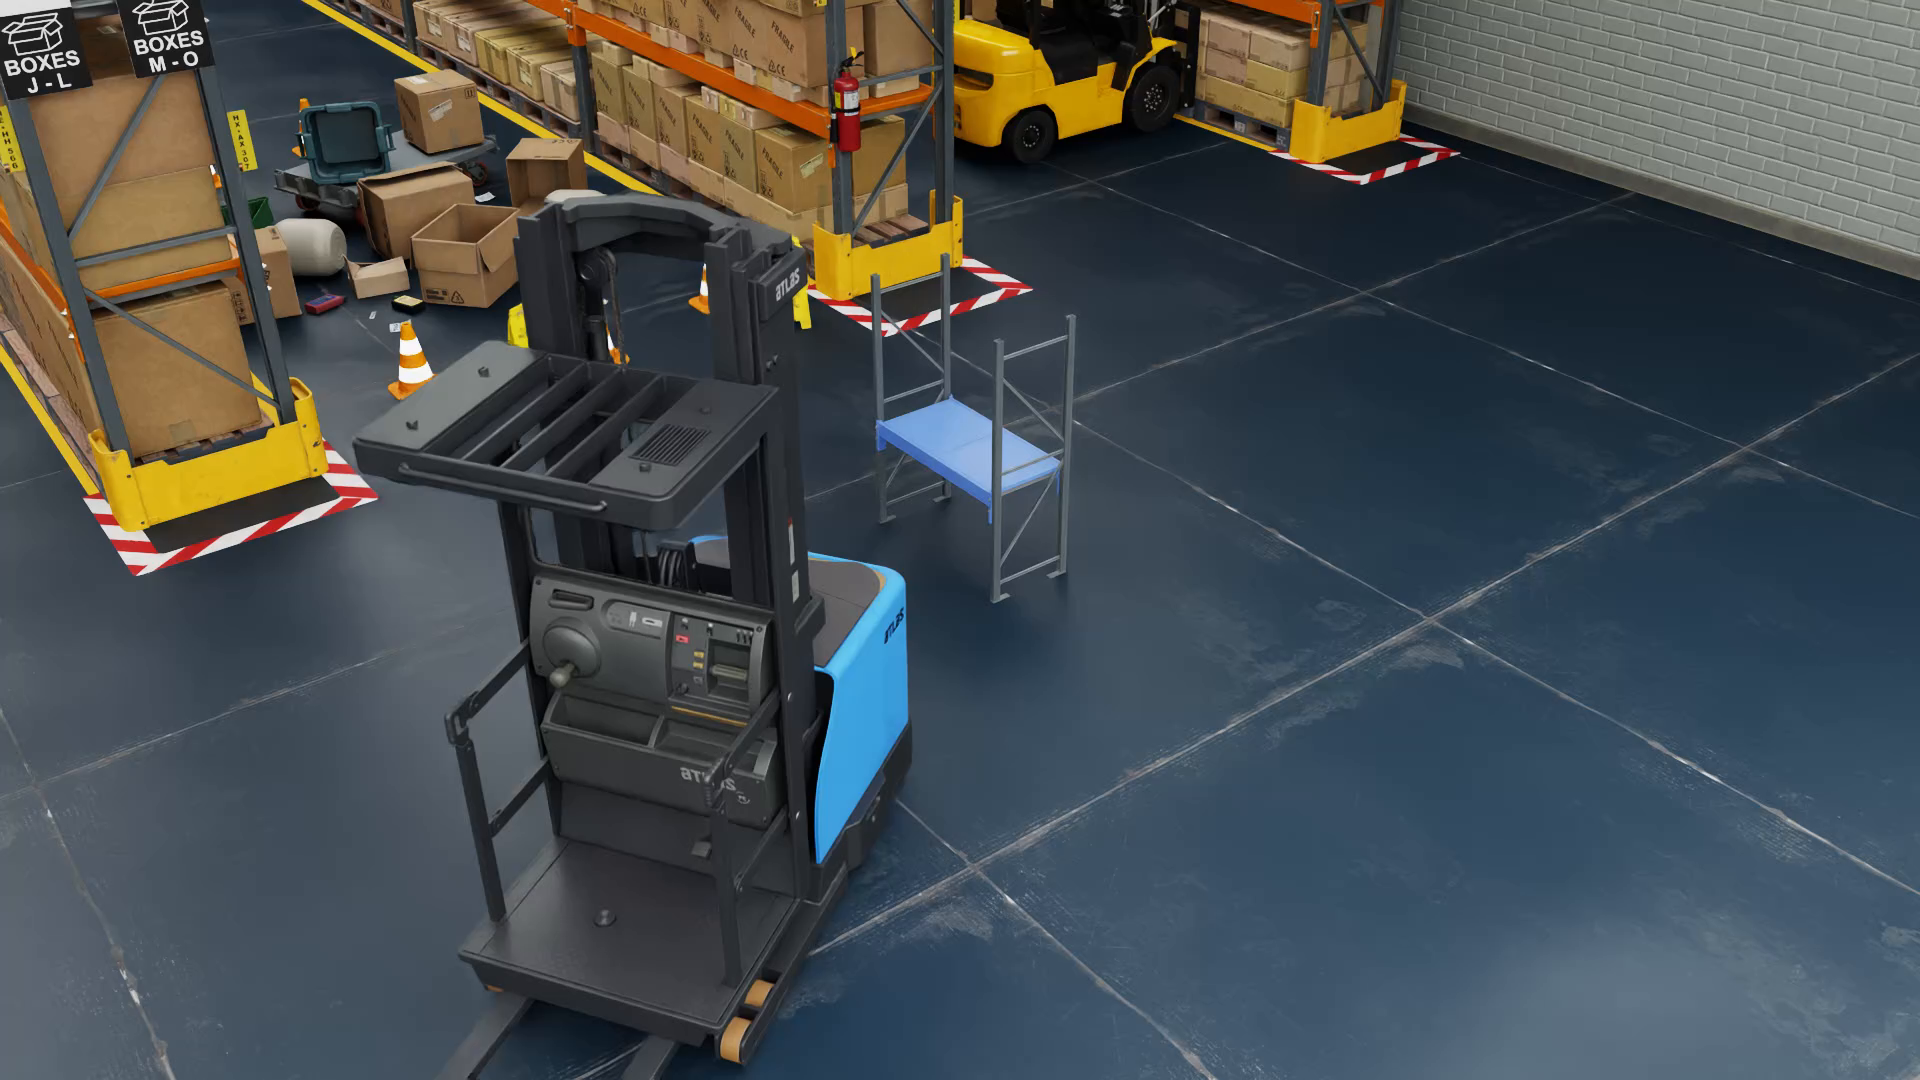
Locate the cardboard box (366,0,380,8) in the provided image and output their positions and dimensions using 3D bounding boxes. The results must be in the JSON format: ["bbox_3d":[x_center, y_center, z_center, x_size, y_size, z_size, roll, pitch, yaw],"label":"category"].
[{"bbox_3d":[-6.281,-6.517,18.516,0.875,0.875,0.875,-22,38,-31],"label":"cardboard box"}]

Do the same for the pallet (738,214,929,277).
[{"bbox_3d":[-0.990,-2.417,12.941,1.003,0.211,1.213,-22,38,-31],"label":"pallet"}]

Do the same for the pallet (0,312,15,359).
[{"bbox_3d":[-6.370,-1.716,11.813,1.003,0.211,1.213,-22,38,-31],"label":"pallet"}]

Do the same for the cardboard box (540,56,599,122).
[{"bbox_3d":[-3.250,-4.167,15.208,0.950,0.372,0.625,-22,38,-31],"label":"cardboard box"}]

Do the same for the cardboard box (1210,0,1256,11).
[{"bbox_3d":[2.692,-4.943,15.626,0.500,0.250,0.500,-23,38,-32],"label":"cardboard box"}]

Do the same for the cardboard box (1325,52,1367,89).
[{"bbox_3d":[3.321,-4.313,15.086,0.500,0.250,0.500,-21,38,-31],"label":"cardboard box"}]

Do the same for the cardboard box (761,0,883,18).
[{"bbox_3d":[-0.959,-3.955,11.451,0.700,0.500,0.500,-23,39,-33],"label":"cardboard box"}]

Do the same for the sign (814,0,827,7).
[{"bbox_3d":[-0.924,-3.675,10.926,0.100,0.325,0.005,-22,38,-31],"label":"sign"}]

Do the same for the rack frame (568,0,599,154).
[{"bbox_3d":[-2.926,-4.887,14.275,1.000,3.000,0.127,-22,38,-31],"label":"rack frame"}]

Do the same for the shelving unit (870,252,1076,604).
[{"bbox_3d":[0.052,-0.602,8.797,0.538,1.500,1.048,-22,38,-31],"label":"shelving unit"}]

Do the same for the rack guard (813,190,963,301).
[{"bbox_3d":[-0.520,-2.189,12.301,1.175,0.500,0.348,-22,38,-31],"label":"rack guard"}]

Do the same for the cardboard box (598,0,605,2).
[{"bbox_3d":[-2.877,-4.782,13.730,0.500,0.500,0.500,-22,38,-32],"label":"cardboard box"}]

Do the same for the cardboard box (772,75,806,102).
[{"bbox_3d":[-1.115,-3.269,11.909,0.380,0.149,0.250,-23,38,-32],"label":"cardboard box"}]

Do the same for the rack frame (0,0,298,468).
[{"bbox_3d":[-4.322,-1.576,8.945,1.000,3.000,0.127,-22,38,-31],"label":"rack frame"}]

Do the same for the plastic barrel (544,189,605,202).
[{"bbox_3d":[-2.936,-2.496,12.868,0.512,0.421,0.421,1,32,2],"label":"plastic barrel"}]

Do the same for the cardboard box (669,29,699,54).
[{"bbox_3d":[-2.033,-3.913,12.945,0.380,0.149,0.250,-22,38,-32],"label":"cardboard box"}]

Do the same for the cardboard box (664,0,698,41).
[{"bbox_3d":[-1.927,-4.163,12.733,0.500,0.500,0.500,-22,38,-31],"label":"cardboard box"}]

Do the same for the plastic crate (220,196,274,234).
[{"bbox_3d":[-5.633,-2.424,12.921,0.450,0.188,0.662,-13,33,-1],"label":"plastic crate"}]

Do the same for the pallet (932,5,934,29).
[{"bbox_3d":[-0.243,-6.113,18.892,1.003,0.211,1.213,-22,38,-31],"label":"pallet"}]

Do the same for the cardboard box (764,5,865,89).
[{"bbox_3d":[-1.024,-3.526,11.707,0.500,0.500,0.500,-23,39,-32],"label":"cardboard box"}]

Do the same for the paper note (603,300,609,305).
[{"bbox_3d":[-2.626,-1.708,11.972,0.142,0.019,0.148,18,36,27],"label":"paper note"}]

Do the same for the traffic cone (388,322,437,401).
[{"bbox_3d":[-3.526,-1.179,10.710,0.336,0.463,0.334,-22,38,-31],"label":"traffic cone"}]

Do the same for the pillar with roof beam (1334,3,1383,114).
[{"bbox_3d":[0.329,-6.565,11.290,9.100,9.000,0.400,-22,38,-31],"label":"pillar with roof beam"}]

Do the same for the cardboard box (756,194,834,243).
[{"bbox_3d":[-1.196,-2.490,12.624,0.500,0.250,0.500,-22,38,-32],"label":"cardboard box"}]

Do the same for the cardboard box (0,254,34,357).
[{"bbox_3d":[-5.888,-1.860,11.017,0.875,0.875,0.875,-22,38,-31],"label":"cardboard box"}]

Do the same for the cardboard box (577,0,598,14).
[{"bbox_3d":[-2.987,-4.545,13.963,0.380,0.149,0.250,-22,38,-32],"label":"cardboard box"}]

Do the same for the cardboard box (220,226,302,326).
[{"bbox_3d":[-5.012,-1.867,11.780,0.500,0.500,0.500,-16,35,-23],"label":"cardboard box"}]

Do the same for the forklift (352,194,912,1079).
[{"bbox_3d":[-1.189,0.439,5.766,1.130,2.935,3.031,11,33,17],"label":"forklift"}]

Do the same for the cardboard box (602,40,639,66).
[{"bbox_3d":[-2.749,-4.086,13.869,0.380,0.149,0.250,-22,38,-31],"label":"cardboard box"}]

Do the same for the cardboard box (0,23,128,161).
[{"bbox_3d":[-4.929,-2.465,9.210,0.875,0.550,0.550,-22,38,-31],"label":"cardboard box"}]

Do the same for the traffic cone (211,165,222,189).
[{"bbox_3d":[-6.404,-3.213,13.984,0.336,0.463,0.334,-22,38,-31],"label":"traffic cone"}]

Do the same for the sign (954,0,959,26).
[{"bbox_3d":[-0.045,-3.763,11.645,0.100,0.325,0.005,-22,38,-31],"label":"sign"}]

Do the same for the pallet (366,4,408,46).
[{"bbox_3d":[-5.803,-5.722,18.263,1.003,0.211,1.213,-22,38,-31],"label":"pallet"}]

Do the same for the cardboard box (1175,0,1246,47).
[{"bbox_3d":[2.281,-4.771,15.349,0.500,0.250,0.500,-22,38,-31],"label":"cardboard box"}]

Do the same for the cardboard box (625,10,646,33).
[{"bbox_3d":[-2.480,-4.241,13.474,0.380,0.149,0.250,-21,38,-30],"label":"cardboard box"}]

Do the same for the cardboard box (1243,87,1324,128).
[{"bbox_3d":[2.907,-3.931,14.944,0.500,0.250,0.500,-22,38,-31],"label":"cardboard box"}]

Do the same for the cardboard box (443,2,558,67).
[{"bbox_3d":[-4.582,-5.072,16.666,0.950,0.372,0.625,-23,39,-32],"label":"cardboard box"}]

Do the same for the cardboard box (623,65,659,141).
[{"bbox_3d":[-2.440,-3.663,13.802,0.500,0.500,0.500,-21,37,-30],"label":"cardboard box"}]

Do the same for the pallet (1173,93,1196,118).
[{"bbox_3d":[2.199,-4.456,16.224,1.003,0.211,1.213,-22,38,-31],"label":"pallet"}]

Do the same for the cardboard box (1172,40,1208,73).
[{"bbox_3d":[2.267,-4.572,15.503,0.500,0.250,0.500,-23,39,-32],"label":"cardboard box"}]

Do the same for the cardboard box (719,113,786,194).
[{"bbox_3d":[-1.493,-3.014,12.758,0.500,0.500,0.500,-21,37,-30],"label":"cardboard box"}]

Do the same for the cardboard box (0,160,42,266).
[{"bbox_3d":[-4.939,-2.002,9.488,0.875,0.550,0.550,-22,38,-31],"label":"cardboard box"}]

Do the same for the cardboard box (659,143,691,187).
[{"bbox_3d":[-2.114,-3.125,13.646,0.500,0.250,0.500,-23,38,-32],"label":"cardboard box"}]

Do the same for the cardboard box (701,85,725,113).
[{"bbox_3d":[-1.761,-3.421,12.798,0.380,0.149,0.250,-21,37,-29],"label":"cardboard box"}]

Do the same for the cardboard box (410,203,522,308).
[{"bbox_3d":[-3.550,-2.072,12.109,0.637,0.503,0.797,6,32,10],"label":"cardboard box"}]

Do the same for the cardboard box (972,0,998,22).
[{"bbox_3d":[0.663,-5.878,17.723,0.875,0.625,0.625,-20,37,-29],"label":"cardboard box"}]

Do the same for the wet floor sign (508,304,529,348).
[{"bbox_3d":[-2.740,-1.204,10.578,0.232,0.644,0.267,26,40,35],"label":"wet floor sign"}]

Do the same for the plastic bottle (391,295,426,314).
[{"bbox_3d":[-3.976,-1.694,11.920,0.283,0.061,0.133,18,36,27],"label":"plastic bottle"}]

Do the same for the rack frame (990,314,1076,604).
[{"bbox_3d":[0.364,-0.390,8.456,0.500,1.500,0.032,-22,38,-31],"label":"rack frame"}]

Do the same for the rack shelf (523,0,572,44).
[{"bbox_3d":[-4.153,-5.415,15.807,1.077,0.370,4.000,-22,38,-31],"label":"rack shelf"}]

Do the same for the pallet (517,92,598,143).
[{"bbox_3d":[-3.405,-4.026,15.532,1.003,0.211,1.213,-22,38,-31],"label":"pallet"}]
